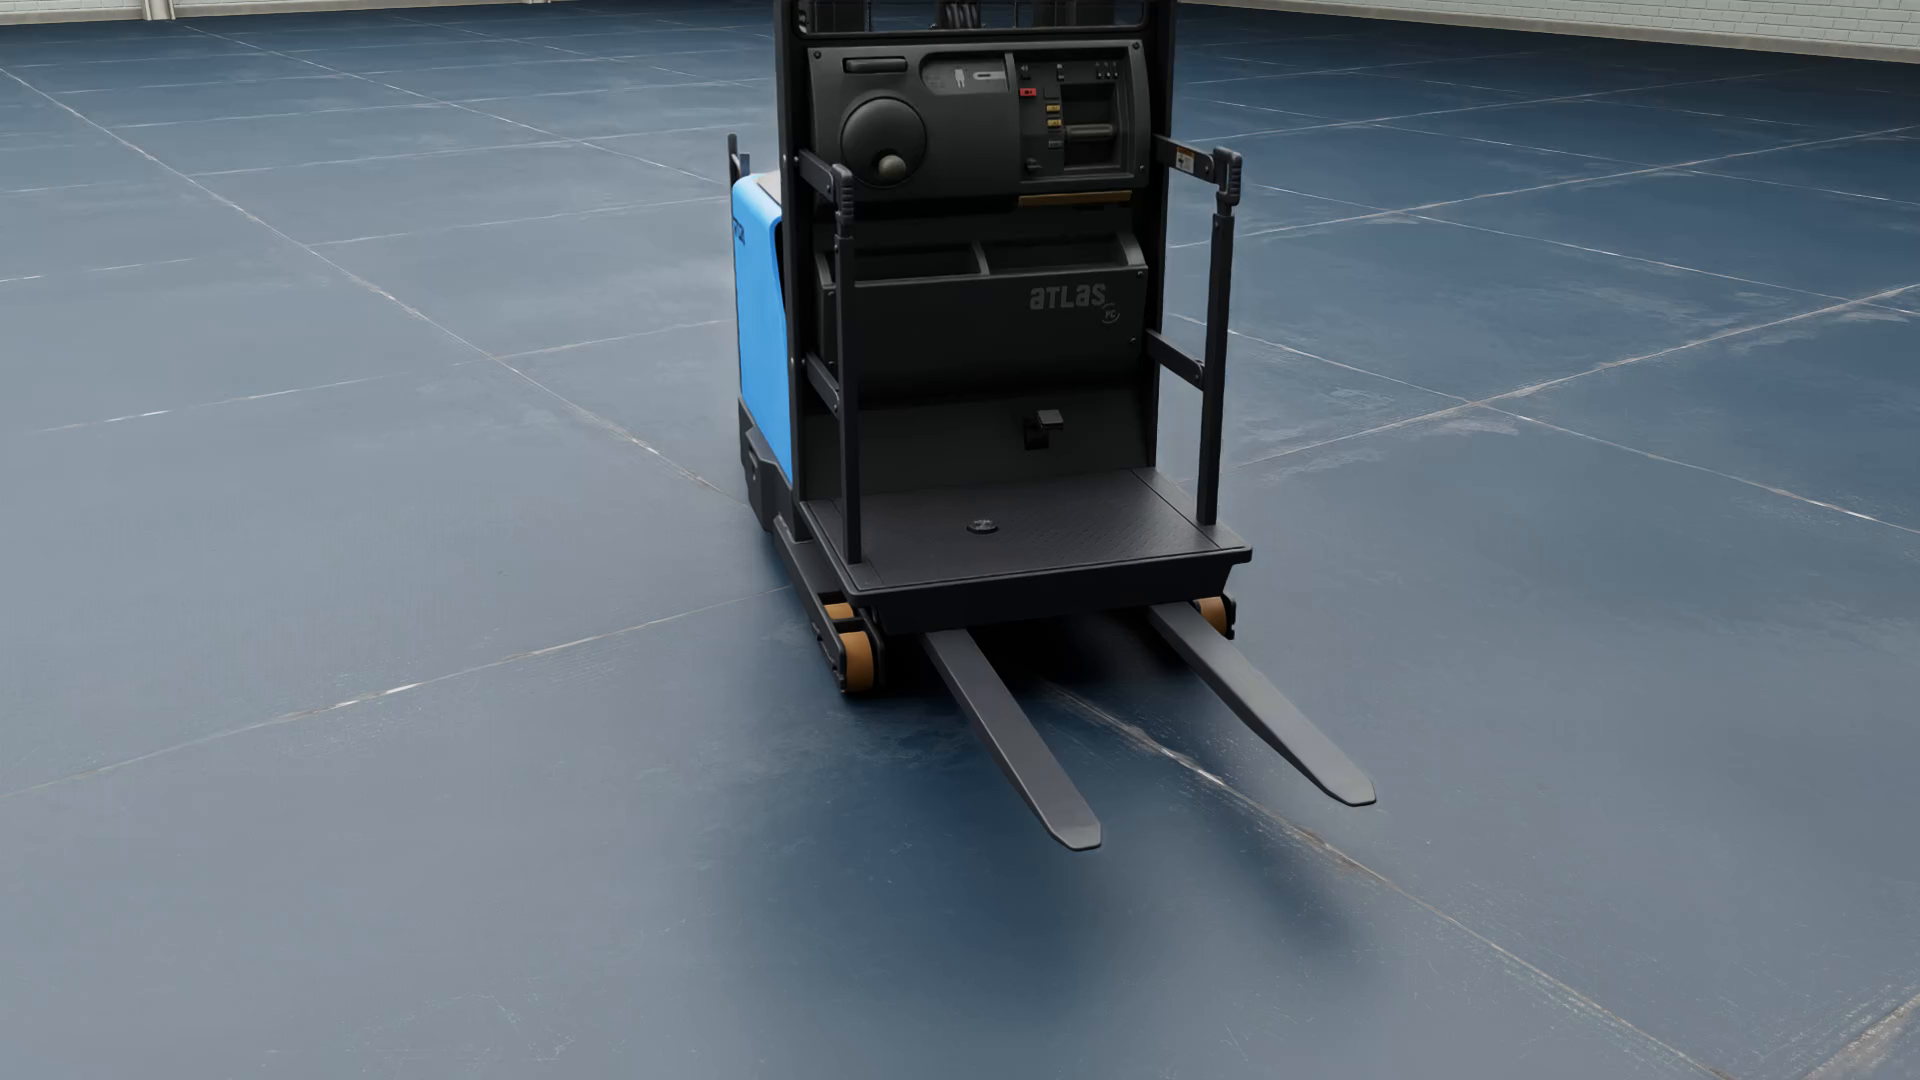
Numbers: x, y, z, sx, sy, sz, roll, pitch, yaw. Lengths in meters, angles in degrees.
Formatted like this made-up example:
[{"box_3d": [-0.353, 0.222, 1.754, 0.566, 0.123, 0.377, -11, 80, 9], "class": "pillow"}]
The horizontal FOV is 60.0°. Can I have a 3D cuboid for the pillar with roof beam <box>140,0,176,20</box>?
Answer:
[{"box_3d": [-9.585, -10.760, 20.219, 0.400, 9.000, 9.100, -15, 26, -33], "class": "pillar with roof beam"}]

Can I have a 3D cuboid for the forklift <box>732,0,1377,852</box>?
[{"box_3d": [0.123, -1.119, 4.245, 1.130, 2.935, 3.031, -6, 23, -15], "class": "forklift"}]

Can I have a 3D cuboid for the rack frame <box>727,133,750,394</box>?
[{"box_3d": [-0.786, -0.881, 6.087, 0.032, 1.125, 0.500, -5, 22, -12], "class": "rack frame"}]

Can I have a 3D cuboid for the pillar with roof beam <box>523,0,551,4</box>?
[{"box_3d": [-4.715, -12.059, 23.474, 0.400, 9.000, 9.100, -15, 26, -33], "class": "pillar with roof beam"}]

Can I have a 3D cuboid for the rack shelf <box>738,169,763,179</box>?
[{"box_3d": [-0.290, -1.194, 6.080, 1.000, 0.278, 0.538, -5, 22, -12], "class": "rack shelf"}]

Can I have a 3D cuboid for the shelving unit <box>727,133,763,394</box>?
[{"box_3d": [-0.290, -0.922, 6.189, 1.048, 1.125, 0.538, -5, 22, -12], "class": "shelving unit"}]
